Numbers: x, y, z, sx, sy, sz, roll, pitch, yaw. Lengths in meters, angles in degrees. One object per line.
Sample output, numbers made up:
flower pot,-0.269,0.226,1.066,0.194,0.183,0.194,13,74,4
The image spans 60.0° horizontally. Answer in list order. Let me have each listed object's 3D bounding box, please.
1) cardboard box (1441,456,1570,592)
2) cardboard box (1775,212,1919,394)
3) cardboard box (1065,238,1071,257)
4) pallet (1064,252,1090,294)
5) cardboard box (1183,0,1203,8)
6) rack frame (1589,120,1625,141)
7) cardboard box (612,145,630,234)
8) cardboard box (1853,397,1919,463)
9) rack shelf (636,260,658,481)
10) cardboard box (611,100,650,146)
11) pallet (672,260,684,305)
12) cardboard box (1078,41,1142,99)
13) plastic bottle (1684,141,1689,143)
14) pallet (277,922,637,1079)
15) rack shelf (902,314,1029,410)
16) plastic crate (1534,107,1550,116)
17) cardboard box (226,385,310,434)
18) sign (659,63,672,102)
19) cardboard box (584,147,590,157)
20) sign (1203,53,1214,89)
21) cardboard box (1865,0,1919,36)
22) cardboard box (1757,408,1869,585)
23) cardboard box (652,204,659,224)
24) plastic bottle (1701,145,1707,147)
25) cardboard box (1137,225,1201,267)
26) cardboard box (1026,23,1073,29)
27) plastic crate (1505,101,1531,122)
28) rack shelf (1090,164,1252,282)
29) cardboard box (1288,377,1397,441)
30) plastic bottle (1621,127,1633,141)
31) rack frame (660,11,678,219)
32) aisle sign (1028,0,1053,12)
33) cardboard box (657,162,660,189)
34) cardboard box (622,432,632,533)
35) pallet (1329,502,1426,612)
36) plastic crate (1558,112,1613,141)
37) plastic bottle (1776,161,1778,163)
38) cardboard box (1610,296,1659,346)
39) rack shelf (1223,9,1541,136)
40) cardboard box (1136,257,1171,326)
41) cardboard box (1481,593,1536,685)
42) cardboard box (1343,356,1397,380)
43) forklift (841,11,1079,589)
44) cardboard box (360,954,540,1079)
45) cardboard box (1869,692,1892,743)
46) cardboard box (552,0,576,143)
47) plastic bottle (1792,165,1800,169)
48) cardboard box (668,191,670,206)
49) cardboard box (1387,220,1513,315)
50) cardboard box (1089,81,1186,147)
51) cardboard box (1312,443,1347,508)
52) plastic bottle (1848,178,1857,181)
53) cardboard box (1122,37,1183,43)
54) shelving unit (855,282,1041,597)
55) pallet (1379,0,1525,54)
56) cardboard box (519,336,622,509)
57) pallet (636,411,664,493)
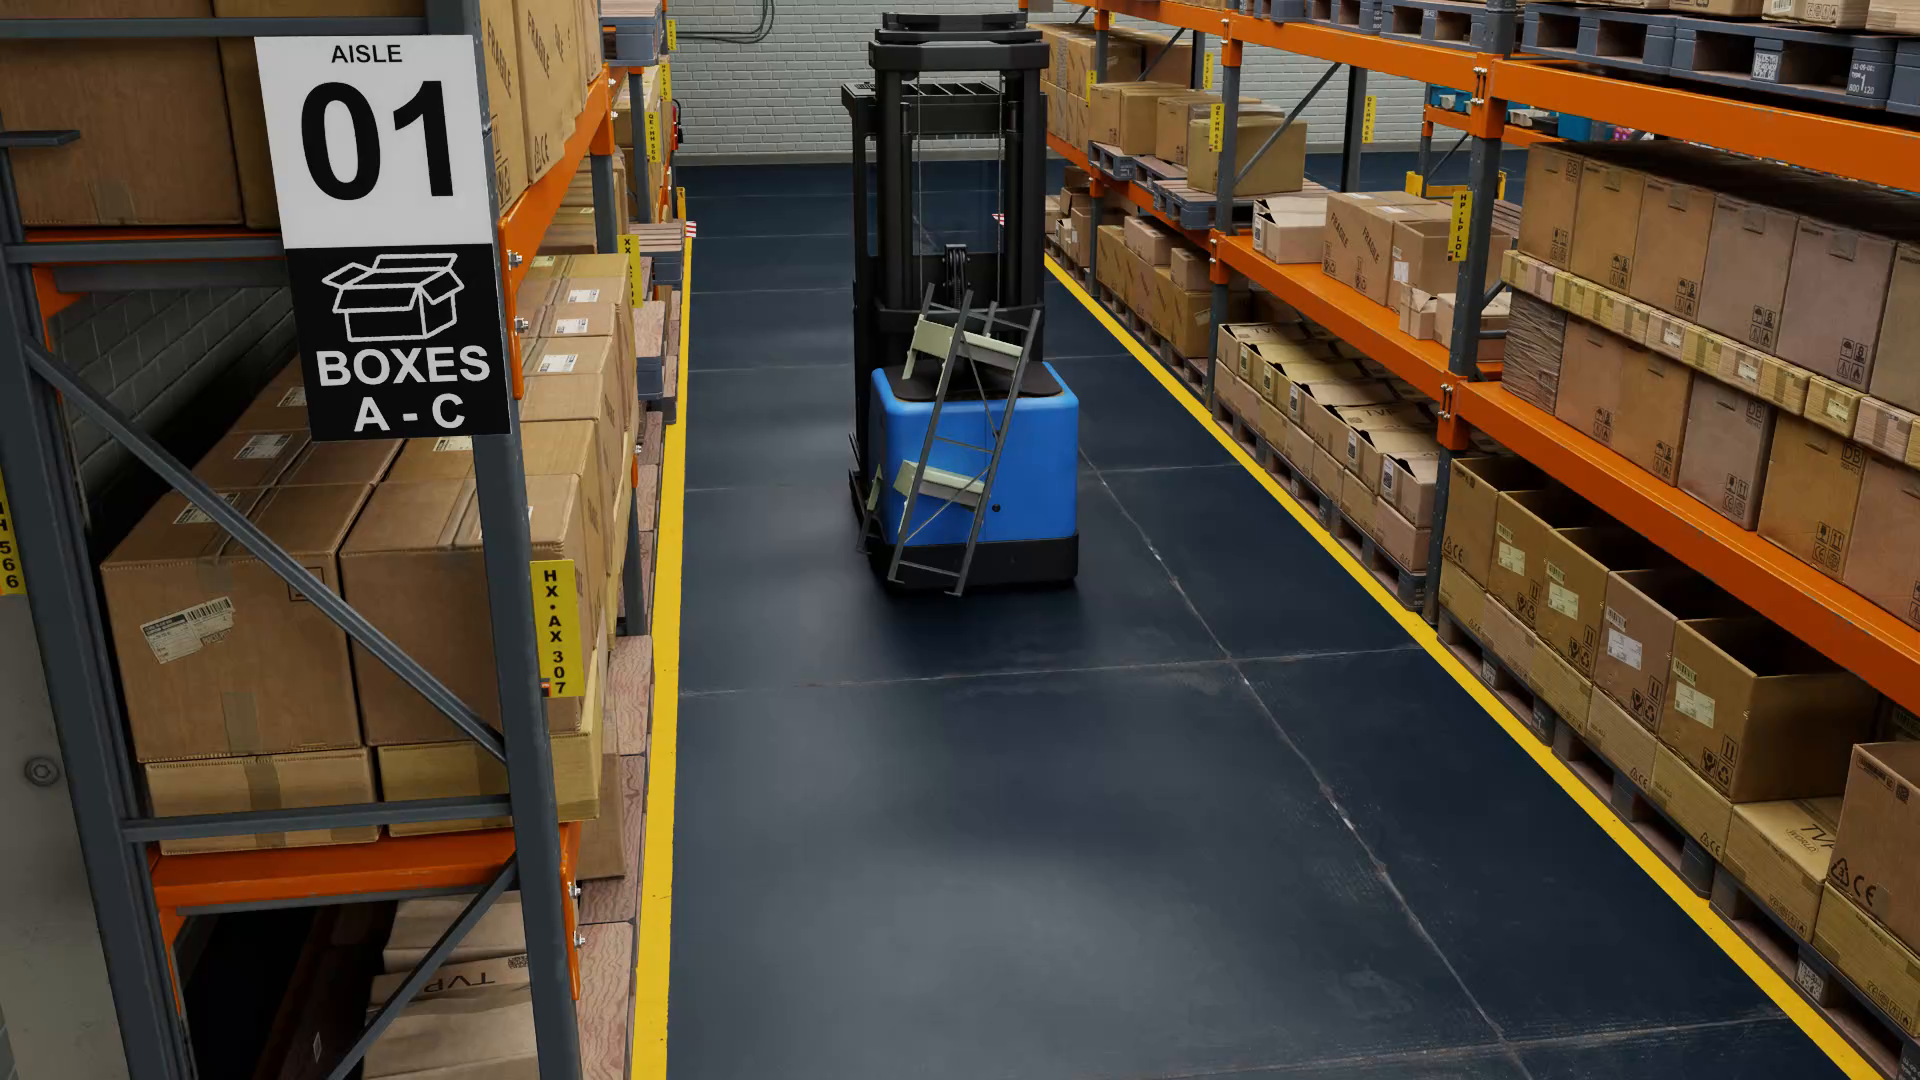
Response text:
cardboard box,2.656,-0.089,7.925,0.500,0.500,0.500,-3,21,-8
cardboard box,3.259,-0.812,5.606,0.700,0.500,0.500,-3,21,-8
cardboard box,1.270,-2.956,16.788,0.380,0.149,0.250,-3,21,-8
pallet,1.648,-2.707,16.662,1.003,0.211,1.213,-3,21,-8
cardboard box,2.153,-4.168,12.159,0.910,0.500,0.500,-3,21,-8
rack frame,6.648,-4.024,16.202,1.000,3.000,0.127,-3,21,-8
cardboard box,-2.501,-2.230,10.628,0.700,0.500,0.500,-5,21,-14
cardboard box,3.122,-0.360,5.323,0.380,0.149,0.250,-3,21,-7
rack shelf,-2.291,-1.110,9.428,1.077,0.370,4.000,-3,21,-8
cardboard box,-2.393,-2.866,11.435,0.500,0.250,0.500,-2,21,-6
pallet,-3.188,-2.485,16.068,1.003,0.211,1.213,-3,21,-8
cardboard box,1.417,-4.452,15.778,0.500,0.500,0.500,-3,21,-7
plastic bottle,6.471,-3.466,14.885,0.152,0.276,0.135,-3,21,-8
pallet,-1.519,1.628,5.057,1.003,0.211,1.213,-3,21,-8
rack shelf,0.022,-0.917,8.637,0.431,0.370,0.720,13,7,-18
plastic crate,6.521,-4.742,18.417,0.298,0.136,0.250,-3,21,-8
cardboard box,-1.846,-0.166,4.987,0.500,0.500,0.500,-3,21,-9
sign,-2.620,-4.060,14.758,0.100,0.325,0.005,-3,21,-8
cardboard box,-2.439,-2.467,10.336,0.380,0.149,0.250,-6,21,-17
sign,2.295,-4.347,15.413,0.100,0.325,0.005,-3,21,-8
cardboard box,3.049,-1.603,4.848,0.500,0.250,0.500,-3,21,-8
cardboard box,3.275,-0.183,5.777,0.700,0.500,0.500,-3,21,-7
cardboard box,-2.380,-2.340,12.026,0.380,0.149,0.250,-2,21,-6
plastic bottle,6.494,-3.342,14.560,0.097,0.271,0.097,0,20,0
cardboard box,1.791,-2.462,13.893,0.500,0.250,0.500,-3,21,-9
cardboard box,0.972,-5.508,18.606,0.500,0.500,0.500,-2,21,-6
plastic crate,6.014,-4.696,18.157,0.416,0.233,0.300,-3,21,-8
rack shelf,2.034,-2.746,13.809,1.077,0.370,4.000,-3,21,-8
cardboard box,2.337,-0.829,10.178,0.500,0.311,0.500,-3,21,-8
plastic bottle,6.298,-3.774,15.702,0.061,0.283,0.133,-3,21,-8
rack frame,-3.732,-4.909,18.573,1.000,3.000,0.127,-3,21,-8
aisle sign,0.869,-6.387,18.814,0.394,0.787,0.004,-3,21,-8
cardboard box,-2.533,-2.869,12.515,0.500,0.500,0.500,-3,21,-8
cardboard box,-1.483,-0.198,6.146,0.500,0.250,0.500,-3,21,-8
pallet,2.754,0.048,9.286,1.003,0.211,1.213,-3,21,-8
plastic crate,6.243,-4.189,16.581,0.392,0.384,0.575,-3,21,-8
plastic bottle,7.247,-3.344,14.666,0.097,0.201,0.097,0,20,0
cardboard box,2.895,-0.900,6.768,0.380,0.149,0.250,-4,21,-10
rack shelf,2.611,-2.766,9.576,1.077,0.370,4.000,-3,21,-8
cardboard box,1.799,-2.098,13.990,0.500,0.500,0.500,-4,21,-10
cardboard box,2.733,0.435,7.593,0.500,0.250,0.500,-3,21,-8
cardboard box,2.793,-1.038,10.737,0.500,0.311,0.500,-3,21,-8
forklift,-0.096,-1.591,9.787,1.130,2.935,3.031,-3,21,-8
cardboard box,-1.436,1.440,4.787,0.500,0.311,0.500,-5,21,-14
cardboard box,3.460,0.577,6.141,0.500,0.500,0.500,-3,21,-8
cardboard box,-1.347,-1.326,4.522,0.500,0.500,0.500,-2,21,-5
plastic bottle,6.684,-2.885,13.338,0.097,0.271,0.097,0,20,0
cardboard box,-3.106,-3.426,16.648,0.380,0.149,0.250,-4,21,-9
cardboard box,2.729,-1.501,9.306,0.500,0.500,0.500,-1,21,-4
cardboard box,1.593,-3.843,14.977,0.700,0.500,0.500,-10,23,-26
cardboard box,2.407,-0.395,9.817,0.500,0.250,0.500,-2,21,-7
plastic bottle,7.408,-3.039,13.733,0.061,0.283,0.133,-3,21,-8
cardboard box,1.882,-4.646,16.297,0.500,0.500,0.500,-4,21,-9
shelving unit,-0.082,-0.544,8.683,0.431,1.500,0.755,13,7,-18
pallet,2.759,-2.626,8.445,0.805,0.209,1.217,-4,21,-10
cardboard box,-1.413,-0.369,5.531,0.500,0.500,0.500,-2,21,-6
pallet,-2.468,-0.562,10.920,1.003,0.211,1.213,-3,21,-8
